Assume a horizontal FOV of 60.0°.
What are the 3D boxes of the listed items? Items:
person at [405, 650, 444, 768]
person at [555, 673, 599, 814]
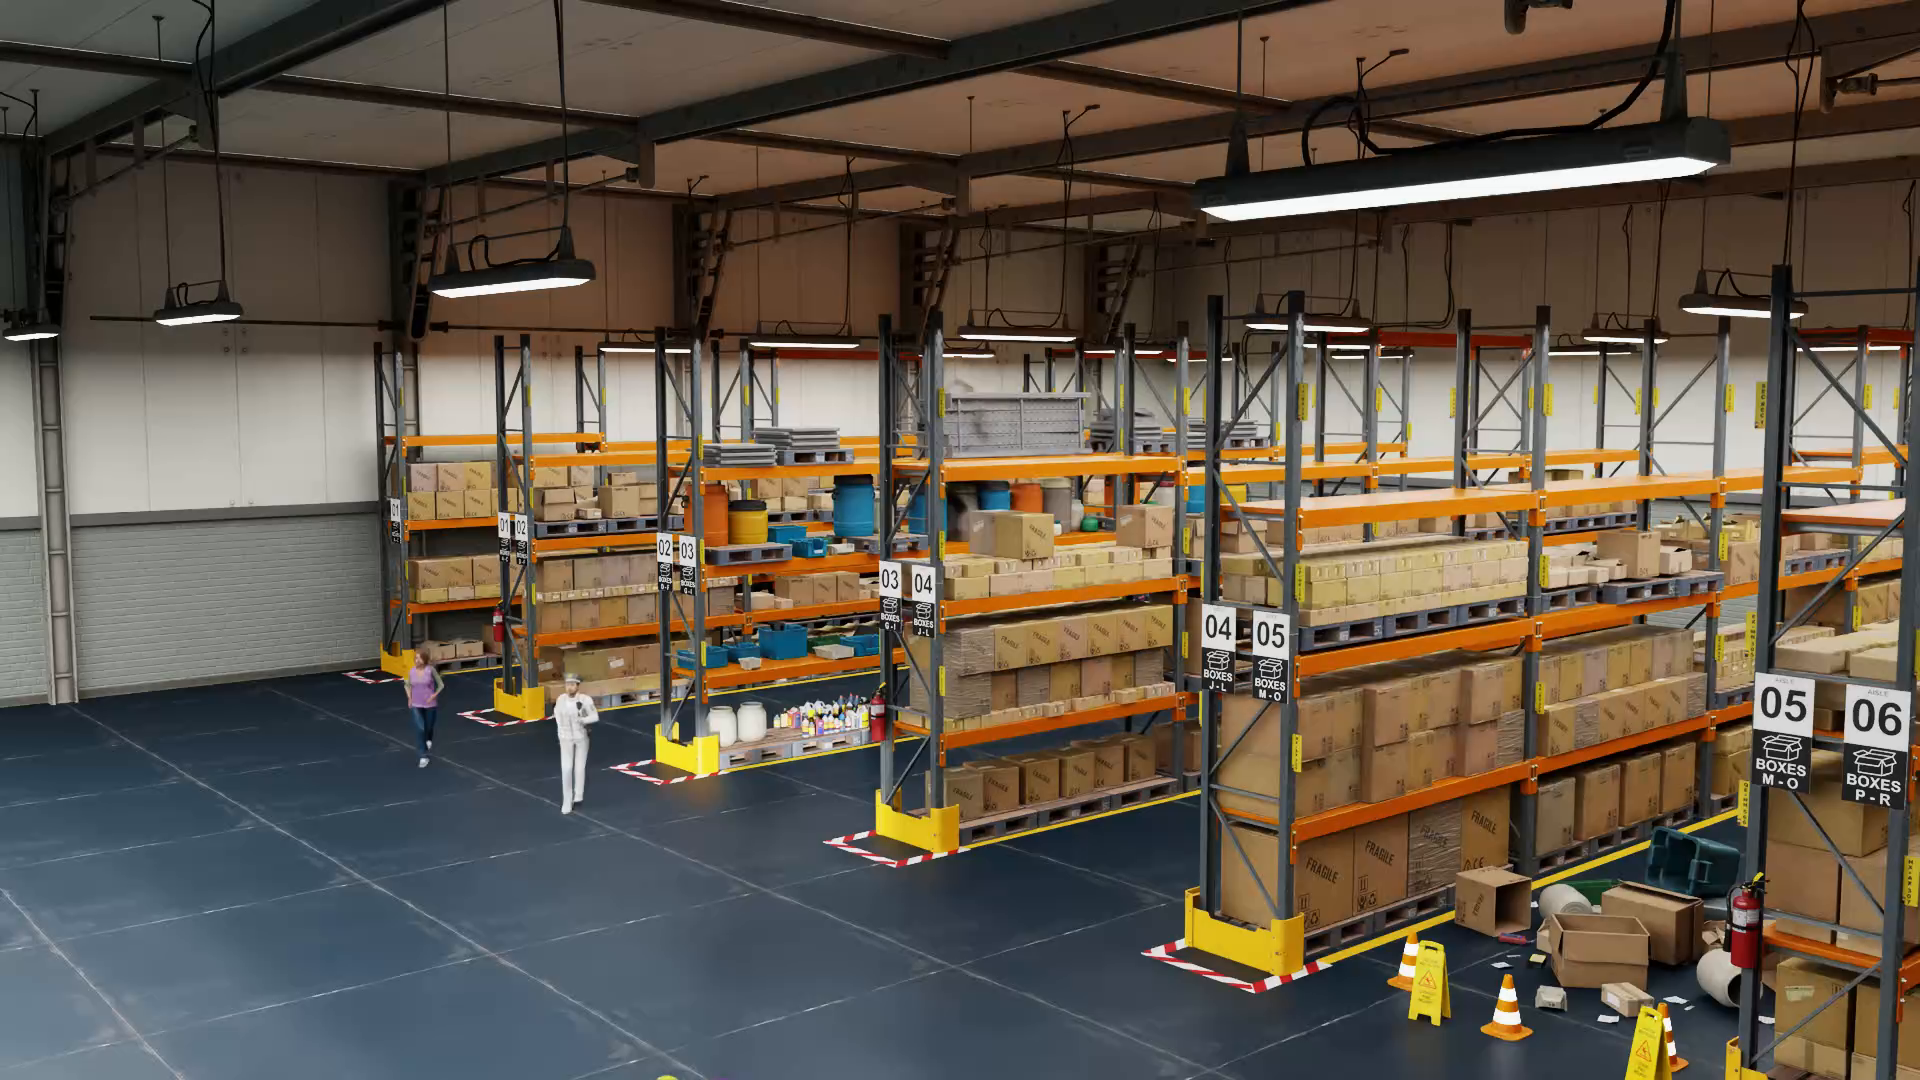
[{"bbox_3d":[-7.397,2.303,22.968,0.534,1.587,0.669,-1,5,-9],"label":"person"},{"bbox_3d":[-4.715,2.482,20.423,0.578,1.755,0.730,0,5,-5],"label":"person"}]
